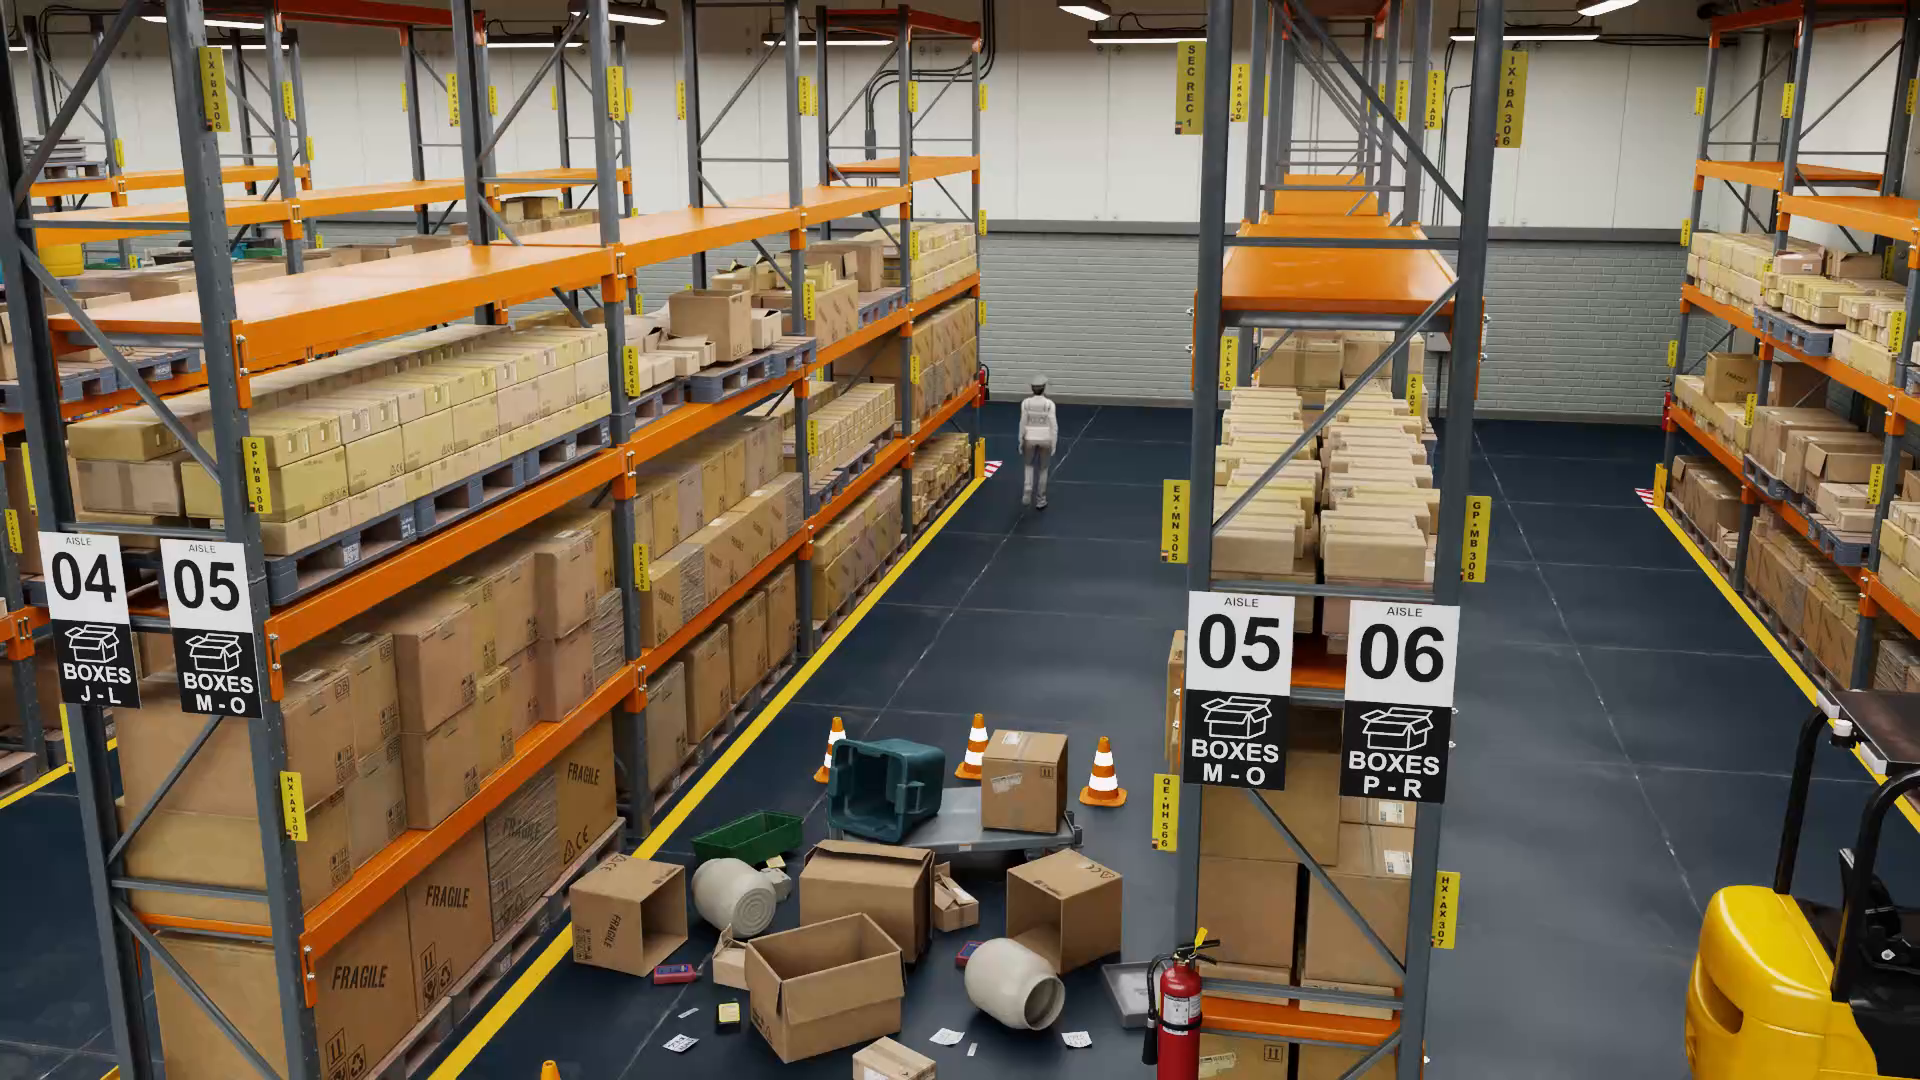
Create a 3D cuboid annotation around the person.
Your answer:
[{"bbox_3d":[1.371,-1.465,17.236,5.304,2.347,21.858,3,15,11],"label":"person"}]
